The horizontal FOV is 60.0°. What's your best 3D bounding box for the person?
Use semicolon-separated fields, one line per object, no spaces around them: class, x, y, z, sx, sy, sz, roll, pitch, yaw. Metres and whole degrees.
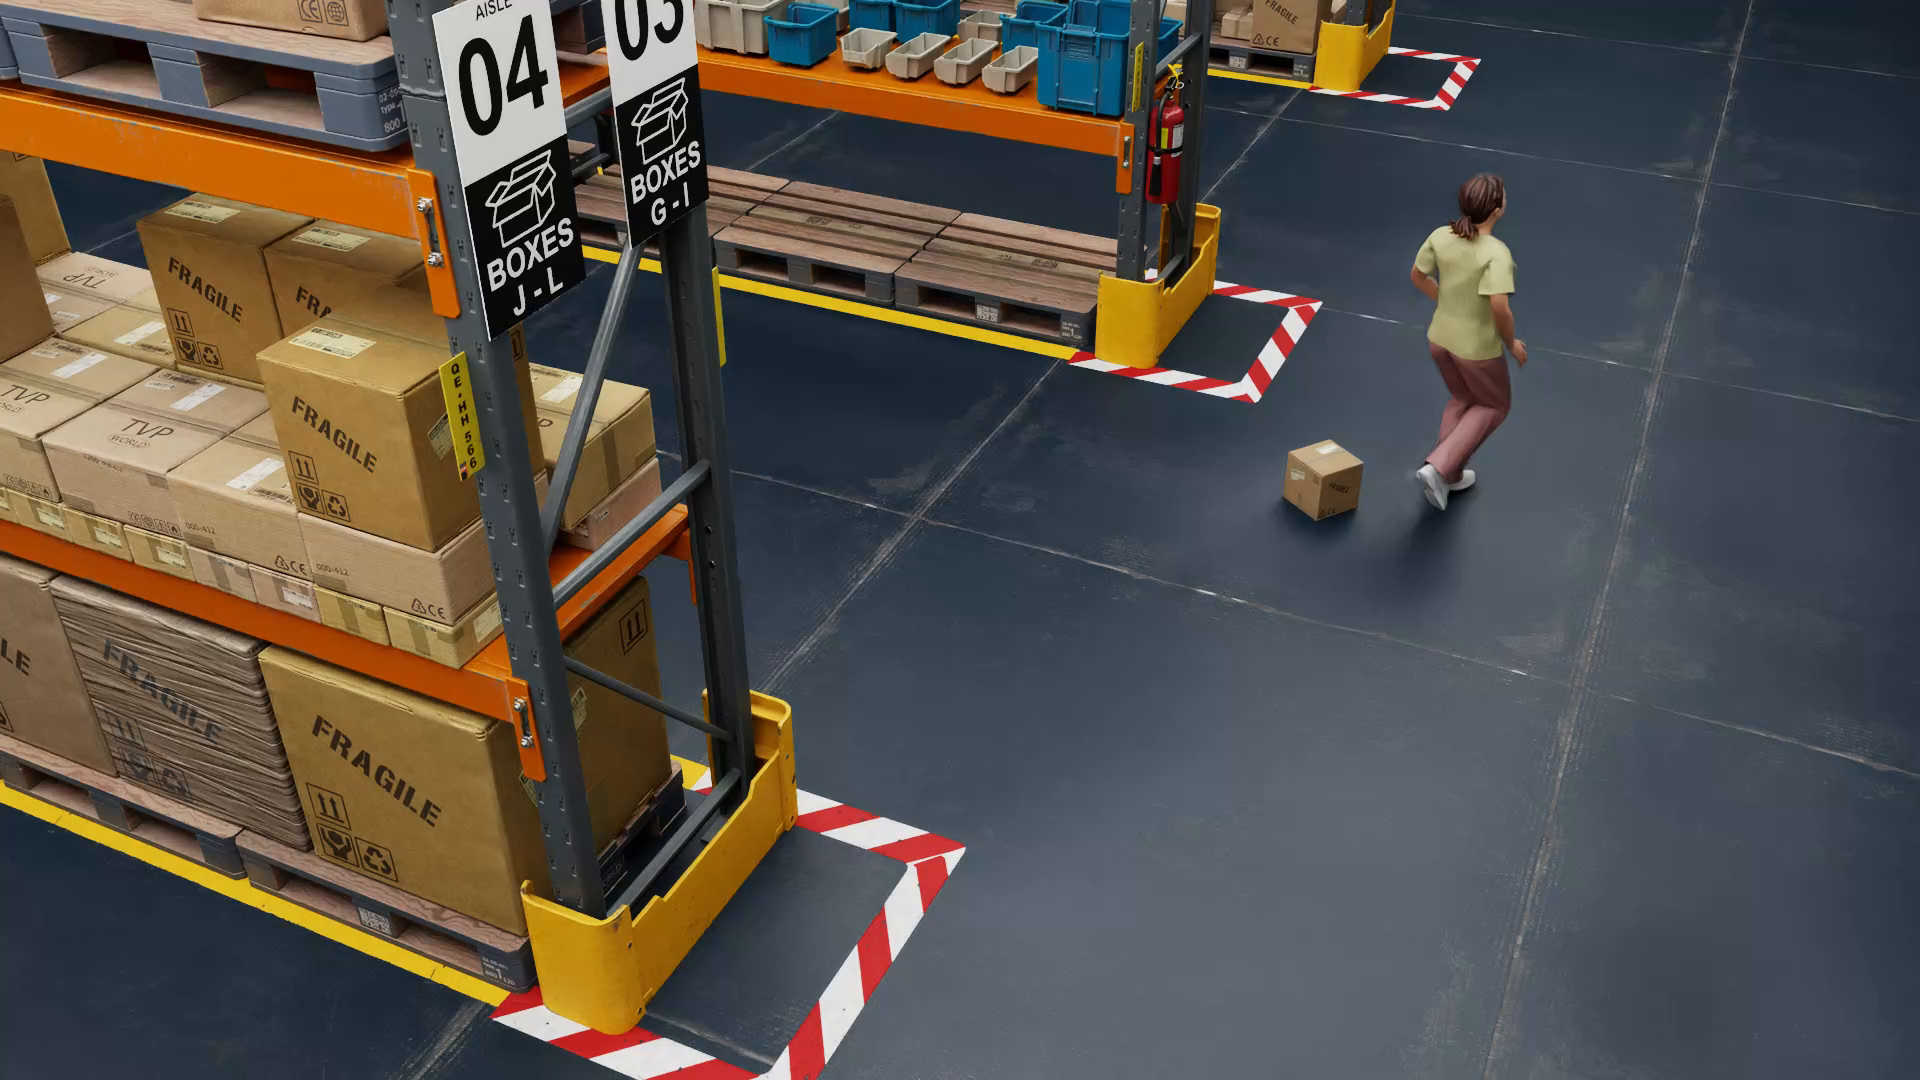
person;2.277;-0.888;7.511;0.502;1.620;0.606;-22;40;-29
